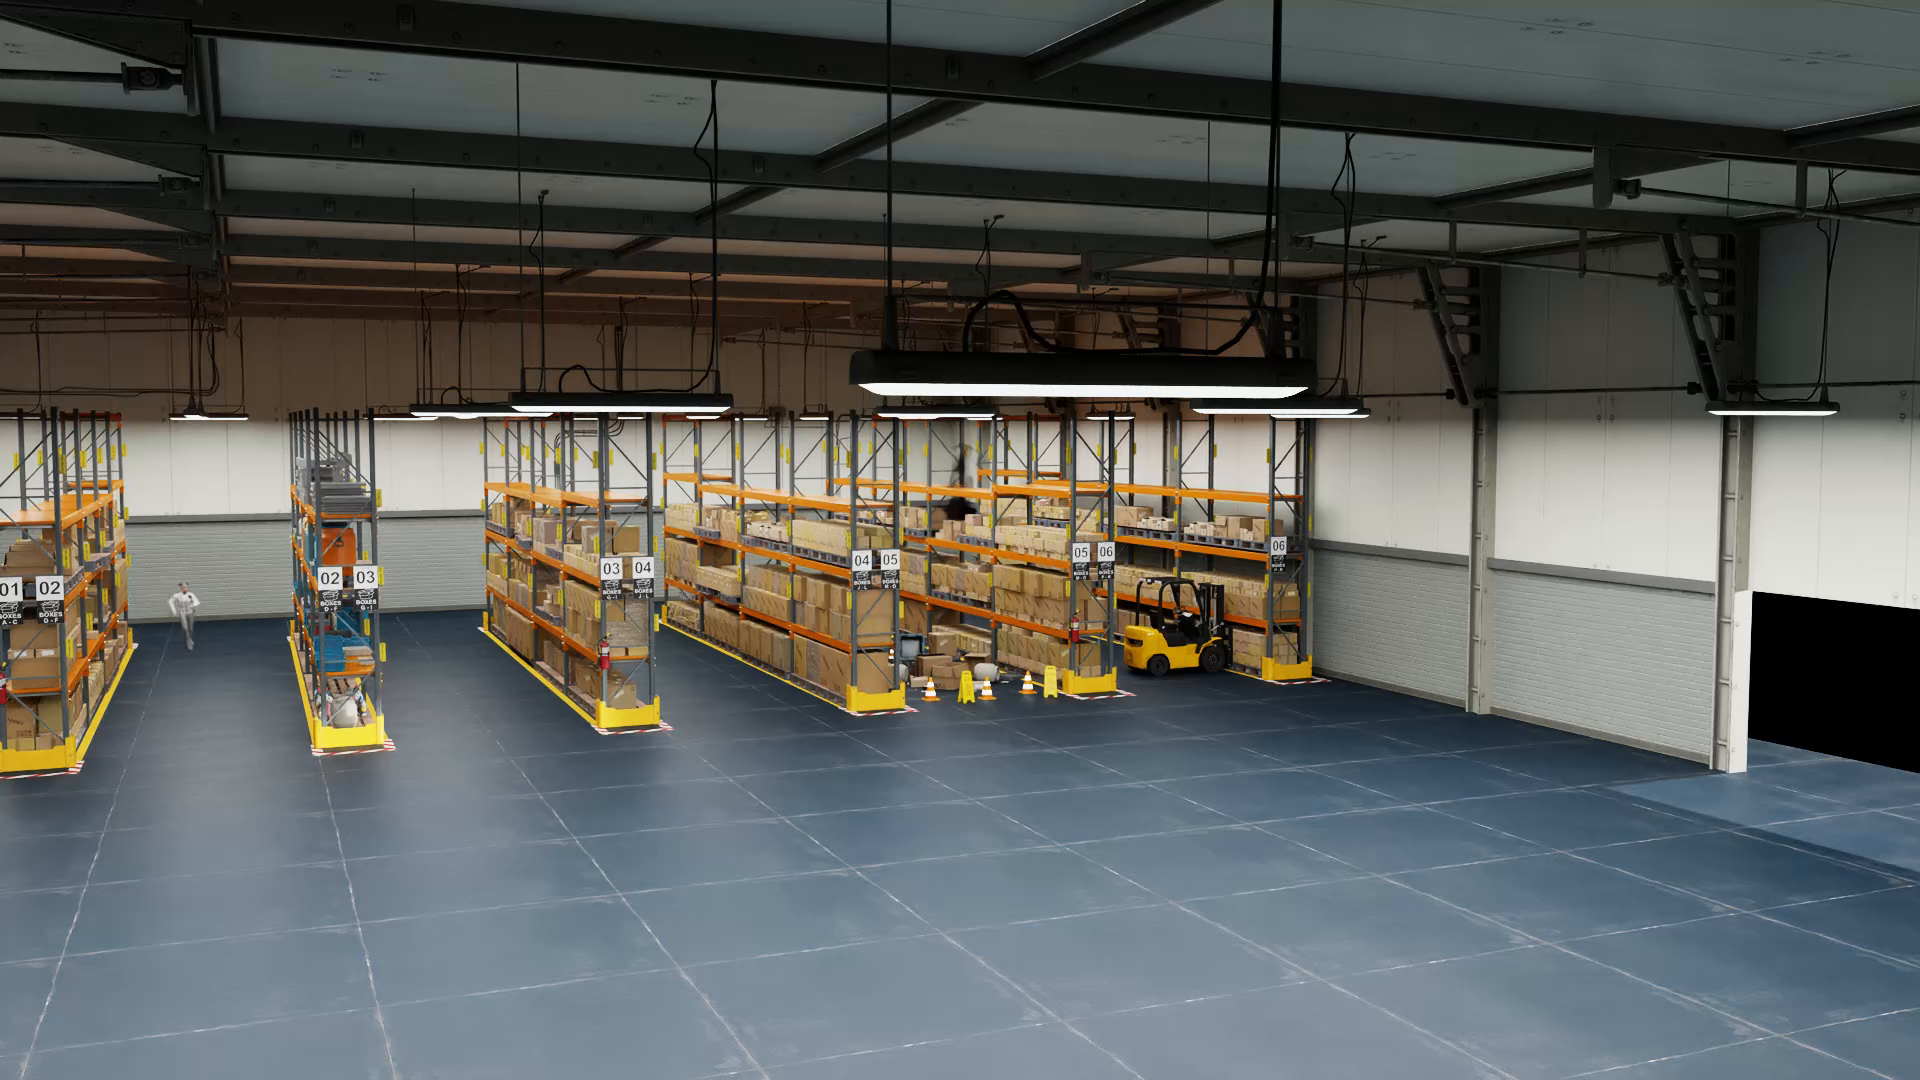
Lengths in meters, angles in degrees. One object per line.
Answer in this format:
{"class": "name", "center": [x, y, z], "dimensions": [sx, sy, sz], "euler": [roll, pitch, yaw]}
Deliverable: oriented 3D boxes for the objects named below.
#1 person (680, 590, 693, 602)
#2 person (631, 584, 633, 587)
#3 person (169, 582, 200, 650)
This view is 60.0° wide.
{"class": "person", "center": [-8.107, 1.360, 49.874], "dimensions": [0.658, 1.741, 0.680], "euler": [3, 5, 39]}
{"class": "person", "center": [-8.805, 1.803, 44.867], "dimensions": [0.516, 1.554, 0.529], "euler": [-2, 5, -29]}
{"class": "person", "center": [-19.710, 1.923, 42.308], "dimensions": [0.685, 1.722, 0.811], "euler": [-3, 5, -35]}
